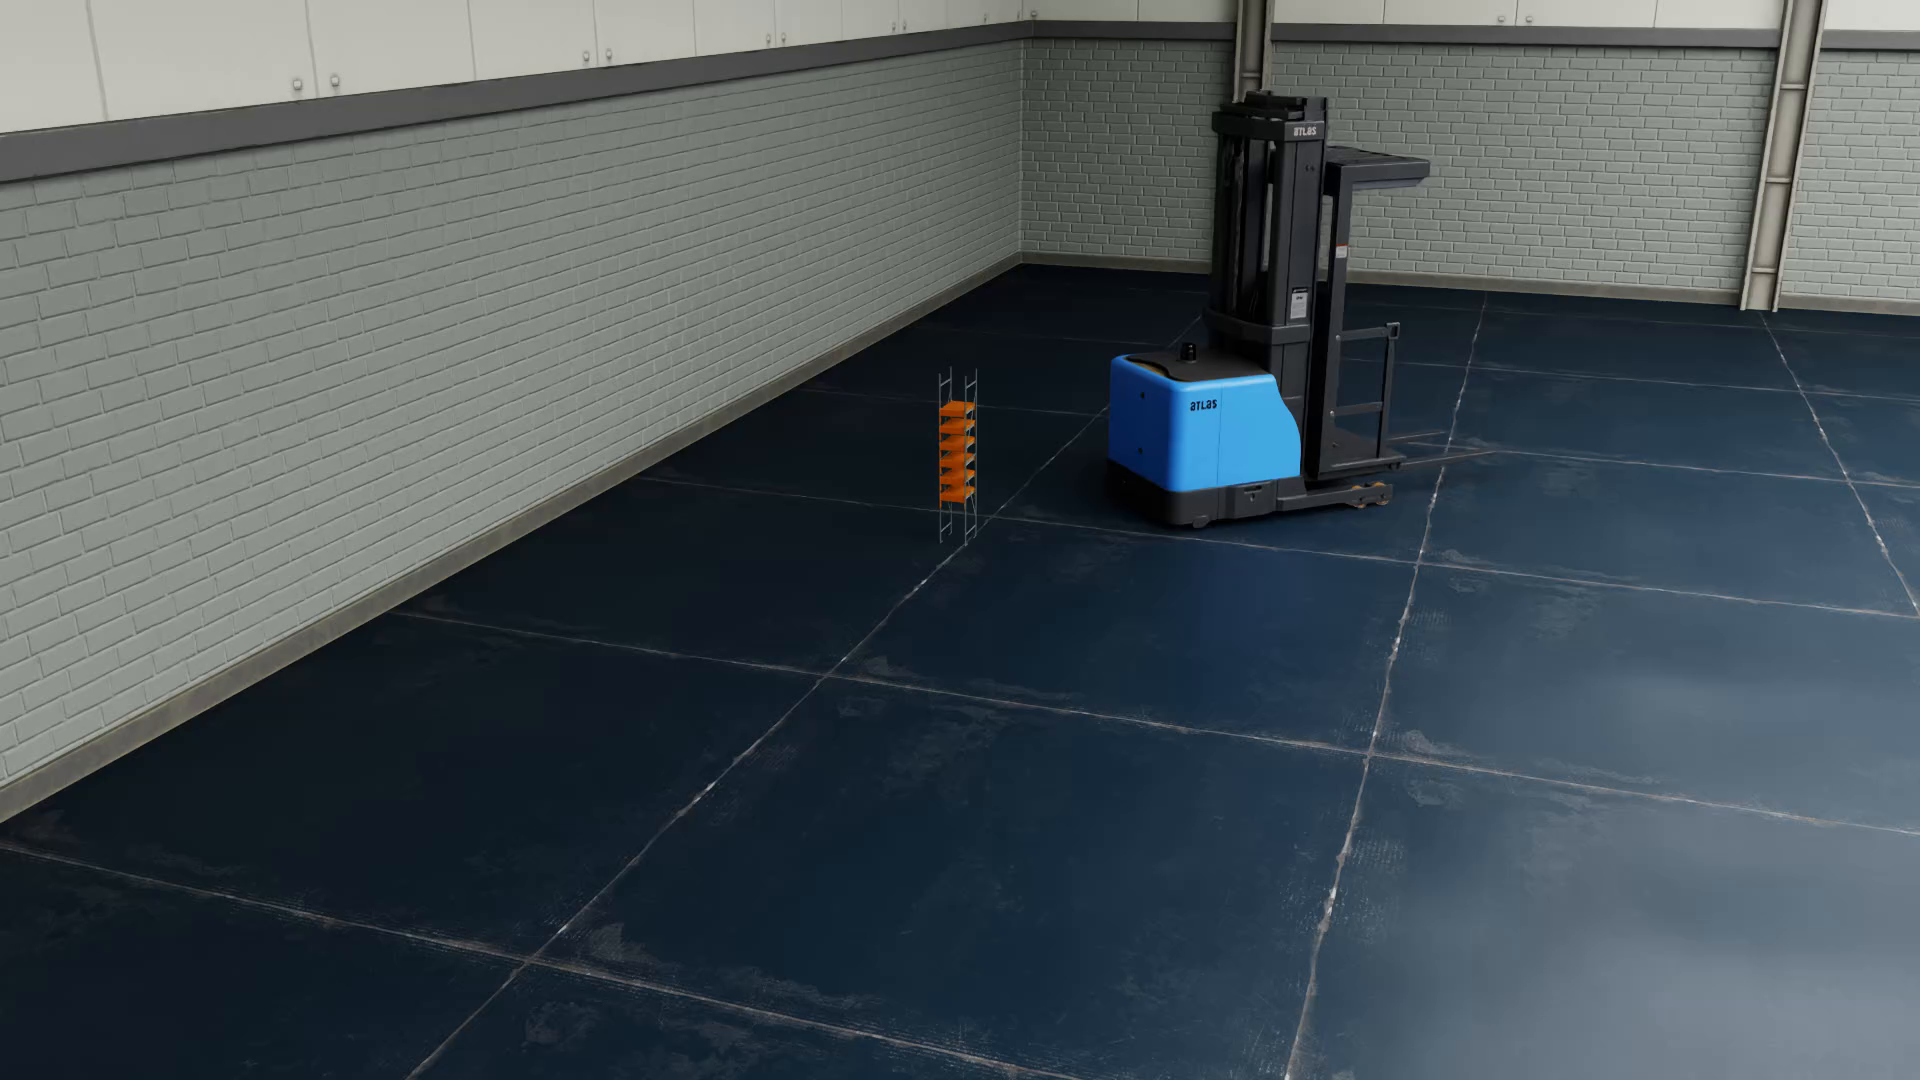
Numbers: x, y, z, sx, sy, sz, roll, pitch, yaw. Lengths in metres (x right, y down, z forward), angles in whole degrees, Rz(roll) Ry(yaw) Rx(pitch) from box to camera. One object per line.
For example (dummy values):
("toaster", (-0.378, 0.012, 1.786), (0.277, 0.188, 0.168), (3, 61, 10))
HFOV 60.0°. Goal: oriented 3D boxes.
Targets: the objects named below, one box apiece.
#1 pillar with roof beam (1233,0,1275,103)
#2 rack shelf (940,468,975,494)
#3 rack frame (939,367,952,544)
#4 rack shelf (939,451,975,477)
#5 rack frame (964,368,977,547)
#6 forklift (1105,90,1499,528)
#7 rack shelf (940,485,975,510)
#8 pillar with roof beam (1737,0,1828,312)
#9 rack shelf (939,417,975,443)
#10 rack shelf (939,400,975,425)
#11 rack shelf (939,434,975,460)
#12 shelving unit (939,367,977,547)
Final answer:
("pillar with roof beam", (2.162, -6.244, 15.819), (0.400, 9.000, 9.100), (7, 20, 18))
("rack shelf", (-0.014, -0.413, 11.437), (0.180, 0.103, 0.258), (7, 20, 18))
("rack frame", (-0.100, -0.578, 11.412), (0.006, 1.200, 0.240), (7, 20, 18))
("rack shelf", (-0.014, -0.526, 11.398), (0.180, 0.103, 0.258), (7, 20, 18))
("rack frame", (0.073, -0.558, 11.355), (0.006, 1.200, 0.240), (7, 20, 18))
("forklift", (2.655, -1.766, 12.189), (3.031, 2.935, 1.130), (-8, 21, -22))
("rack shelf", (-0.014, -0.300, 11.477), (0.180, 0.103, 0.258), (7, 20, 18))
("pillar with roof beam", (7.830, -5.596, 13.959), (0.400, 9.000, 9.100), (7, 20, 18))
("rack shelf", (-0.014, -0.753, 11.319), (0.180, 0.103, 0.258), (7, 20, 18))
("rack shelf", (-0.014, -0.866, 11.279), (0.180, 0.103, 0.258), (7, 20, 18))
("rack shelf", (-0.014, -0.639, 11.358), (0.180, 0.103, 0.258), (7, 20, 18))
("shelving unit", (-0.014, -0.568, 11.383), (0.189, 1.200, 0.258), (7, 20, 18))
